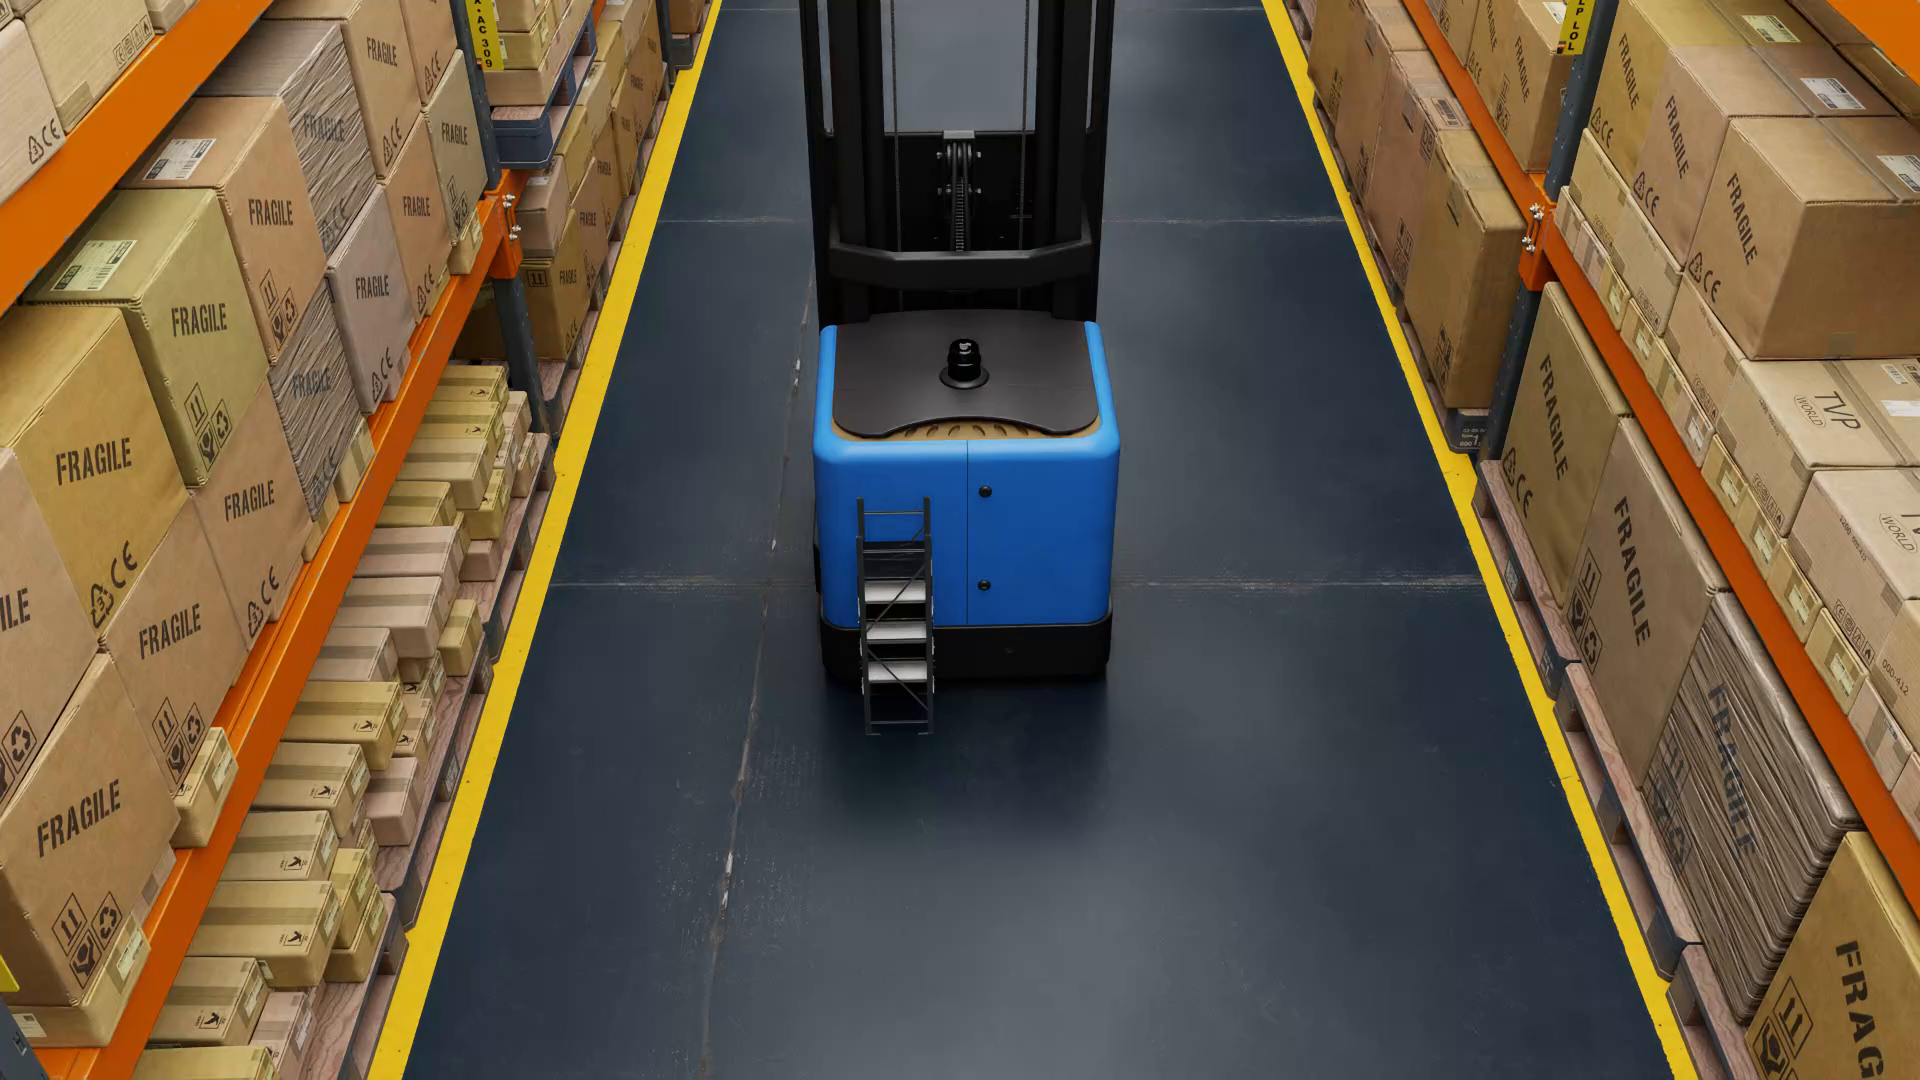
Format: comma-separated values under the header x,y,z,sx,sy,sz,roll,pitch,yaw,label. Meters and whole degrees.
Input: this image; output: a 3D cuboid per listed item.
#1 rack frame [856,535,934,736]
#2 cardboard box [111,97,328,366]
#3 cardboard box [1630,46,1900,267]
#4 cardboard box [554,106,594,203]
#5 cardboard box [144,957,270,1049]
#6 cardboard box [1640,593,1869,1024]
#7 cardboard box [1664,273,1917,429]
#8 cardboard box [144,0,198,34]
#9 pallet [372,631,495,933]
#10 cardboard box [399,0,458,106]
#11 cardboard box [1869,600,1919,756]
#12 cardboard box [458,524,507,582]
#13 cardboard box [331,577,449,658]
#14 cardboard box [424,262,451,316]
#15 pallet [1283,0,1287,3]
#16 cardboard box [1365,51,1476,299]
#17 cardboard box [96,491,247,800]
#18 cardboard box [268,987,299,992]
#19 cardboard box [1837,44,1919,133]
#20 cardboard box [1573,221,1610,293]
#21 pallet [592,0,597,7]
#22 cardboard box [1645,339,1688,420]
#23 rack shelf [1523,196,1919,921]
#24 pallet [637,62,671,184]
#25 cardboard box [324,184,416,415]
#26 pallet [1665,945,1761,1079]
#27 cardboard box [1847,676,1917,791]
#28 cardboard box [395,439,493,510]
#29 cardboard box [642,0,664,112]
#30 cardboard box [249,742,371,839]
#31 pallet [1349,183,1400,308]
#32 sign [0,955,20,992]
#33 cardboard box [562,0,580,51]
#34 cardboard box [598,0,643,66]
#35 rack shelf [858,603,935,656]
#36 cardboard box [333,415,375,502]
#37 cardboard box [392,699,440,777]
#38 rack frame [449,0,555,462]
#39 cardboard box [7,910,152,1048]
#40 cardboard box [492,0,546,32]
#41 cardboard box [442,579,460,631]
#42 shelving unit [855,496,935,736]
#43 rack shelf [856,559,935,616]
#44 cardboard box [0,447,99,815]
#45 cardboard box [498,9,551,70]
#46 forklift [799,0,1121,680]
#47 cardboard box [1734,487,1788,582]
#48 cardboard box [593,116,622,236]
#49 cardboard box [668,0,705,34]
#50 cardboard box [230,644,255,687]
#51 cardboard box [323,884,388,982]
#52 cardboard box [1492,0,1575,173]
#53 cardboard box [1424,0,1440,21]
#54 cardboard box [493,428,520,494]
x,y,z,sx,sy,sz,roll,pitch,yaw,label
-0.214,0.338,5.609,0.240,0.900,0.006,-1,39,-1,rack frame
-1.973,-0.781,4.208,0.500,0.500,0.500,-1,39,-1,cardboard box
2.444,-1.179,5.106,0.500,0.500,0.500,0,39,0,cardboard box
-1.993,-1.773,7.627,0.500,0.250,0.500,1,39,1,cardboard box
-2.030,1.221,4.296,0.380,0.149,0.250,1,39,1,cardboard box
2.629,0.760,4.766,0.875,0.875,0.875,0,39,0,cardboard box
2.447,-0.566,4.939,0.500,0.250,0.500,1,39,1,cardboard box
-1.993,-1.362,3.772,0.500,0.250,0.500,0,39,0,cardboard box
-2.213,0.776,5.612,1.003,0.211,1.213,0,39,0,pallet
-1.982,-1.748,5.415,0.500,0.500,0.500,-1,39,-2,cardboard box
2.445,0.387,3.751,0.500,0.250,0.500,-1,39,-1,cardboard box
-1.931,0.025,6.264,0.380,0.149,0.250,-1,39,-2,cardboard box
-1.918,0.258,5.498,0.380,0.149,0.250,-1,39,-2,cardboard box
-1.969,-0.892,5.665,0.380,0.149,0.250,1,39,2,cardboard box
2.704,-4.100,11.697,1.003,0.211,1.213,0,39,0,pallet
2.684,-1.731,7.874,1.225,0.875,0.875,-1,39,-2,cardboard box
-1.999,0.234,3.741,0.500,0.500,0.500,0,39,0,cardboard box
-2.025,1.185,4.578,0.380,0.149,0.250,0,39,1,cardboard box
2.971,-1.187,5.114,0.500,0.500,0.500,0,39,0,cardboard box
2.375,-0.989,5.787,0.380,0.149,0.250,-1,39,-2,cardboard box
-2.215,-2.685,7.855,1.003,0.211,1.213,0,39,0,pallet
2.378,-0.500,5.176,0.380,0.149,0.250,-1,39,-1,cardboard box
2.709,0.095,4.809,1.077,0.370,4.000,0,39,0,rack shelf
-2.259,-2.421,9.602,1.003,0.211,1.213,0,39,0,pallet
-1.972,-0.714,4.924,0.500,0.500,0.500,0,39,0,cardboard box
2.632,1.653,4.519,1.003,0.211,1.213,0,39,0,pallet
2.381,0.464,3.974,0.380,0.149,0.250,1,39,1,cardboard box
-1.945,-0.242,6.122,0.380,0.149,0.250,0,39,0,cardboard box
-1.996,-2.775,9.477,0.500,0.500,0.500,0,39,0,cardboard box
-1.976,0.735,4.902,0.380,0.149,0.250,1,39,2,cardboard box
2.626,-1.596,8.573,1.003,0.211,1.213,0,39,0,pallet
-1.706,0.667,2.827,0.100,0.325,0.005,0,39,0,sign
-1.796,-2.139,6.885,0.380,0.149,0.250,0,39,0,cardboard box
-1.984,-2.736,8.829,0.500,0.250,0.500,0,39,1,cardboard box
-0.217,0.300,5.709,0.258,0.077,0.200,-1,39,-1,rack shelf
-1.945,-0.242,4.855,0.380,0.149,0.250,1,39,1,cardboard box
-1.944,0.658,5.474,0.380,0.149,0.250,0,39,0,cardboard box
-2.253,-1.497,6.219,1.000,3.000,0.127,0,39,0,rack frame
-1.921,0.900,3.429,0.380,0.149,0.250,0,39,0,cardboard box
-1.794,-2.041,6.288,0.380,0.149,0.250,2,39,2,cardboard box
-1.982,0.186,5.826,0.380,0.149,0.250,1,39,1,cardboard box
-0.217,0.274,5.688,0.258,0.900,0.210,-1,39,-1,shelving unit
-0.217,0.160,5.596,0.258,0.077,0.200,-1,39,-1,rack shelf
-1.984,0.179,3.011,0.500,0.500,0.500,0,39,0,cardboard box
-1.794,-1.925,6.381,0.380,0.149,0.250,1,39,1,cardboard box
-0.018,-1.538,6.325,1.130,2.935,3.031,-1,39,-1,forklift
2.380,-0.016,4.572,0.380,0.149,0.250,1,39,1,cardboard box
-2.005,-1.806,8.268,0.500,0.500,0.500,1,39,1,cardboard box
-2.169,-3.665,10.388,1.050,0.750,0.750,-1,39,-1,cardboard box
-2.023,0.241,4.251,0.380,0.149,0.250,0,39,0,cardboard box
-1.909,1.147,4.864,0.380,0.149,0.250,0,39,1,cardboard box
2.433,-1.768,6.478,0.500,0.500,0.500,0,39,0,cardboard box
2.436,-2.718,7.663,0.500,0.500,0.500,0,39,0,cardboard box
-1.922,-0.298,6.429,0.380,0.149,0.250,-2,39,-2,cardboard box
